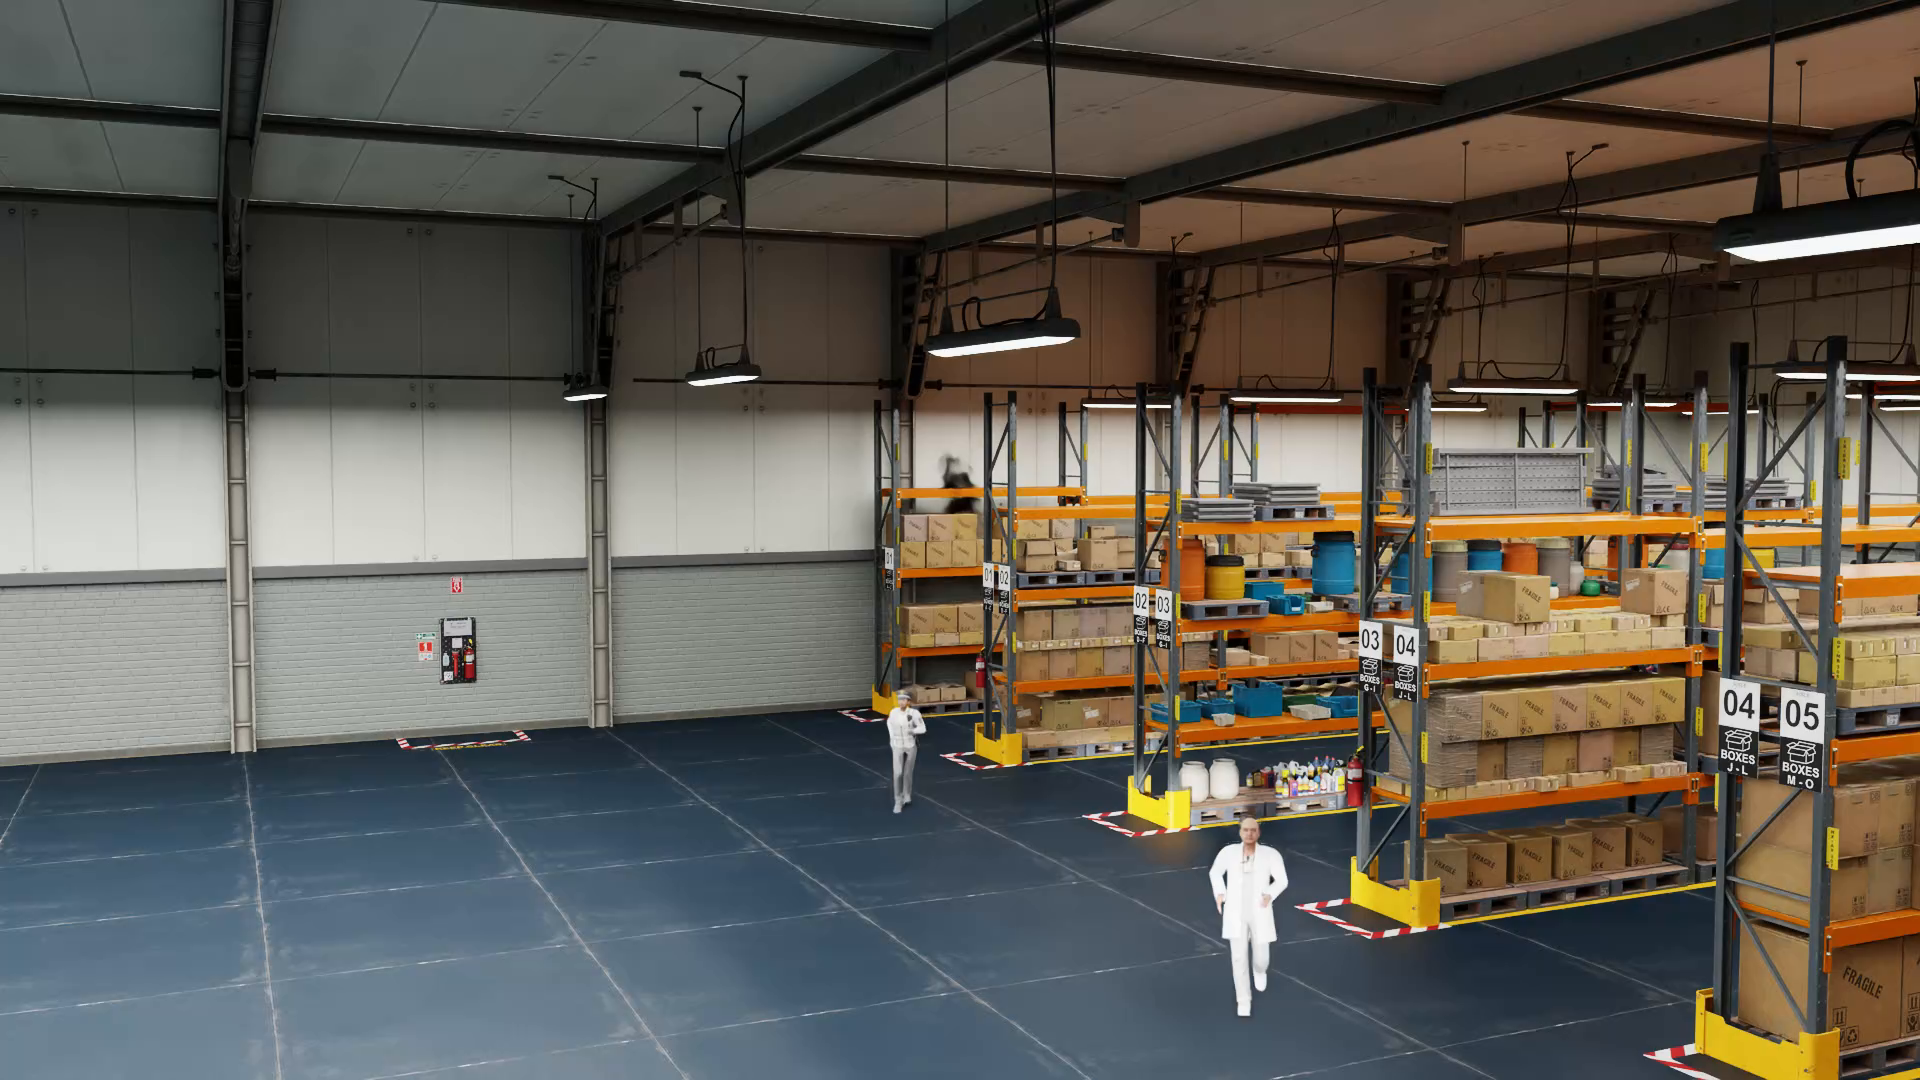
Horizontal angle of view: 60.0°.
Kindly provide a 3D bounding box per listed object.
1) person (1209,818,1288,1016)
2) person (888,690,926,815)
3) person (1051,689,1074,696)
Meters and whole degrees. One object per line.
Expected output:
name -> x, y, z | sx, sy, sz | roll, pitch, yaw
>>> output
person -> 2.633, 3.407, 15.232 | 0.715, 1.733, 0.812 | 1, 3, 12
person -> -0.757, 2.967, 23.452 | 0.581, 1.760, 0.755 | 0, 3, 5
person -> 1.899, 2.573, 29.724 | 0.641, 1.724, 0.662 | -2, 4, -33
